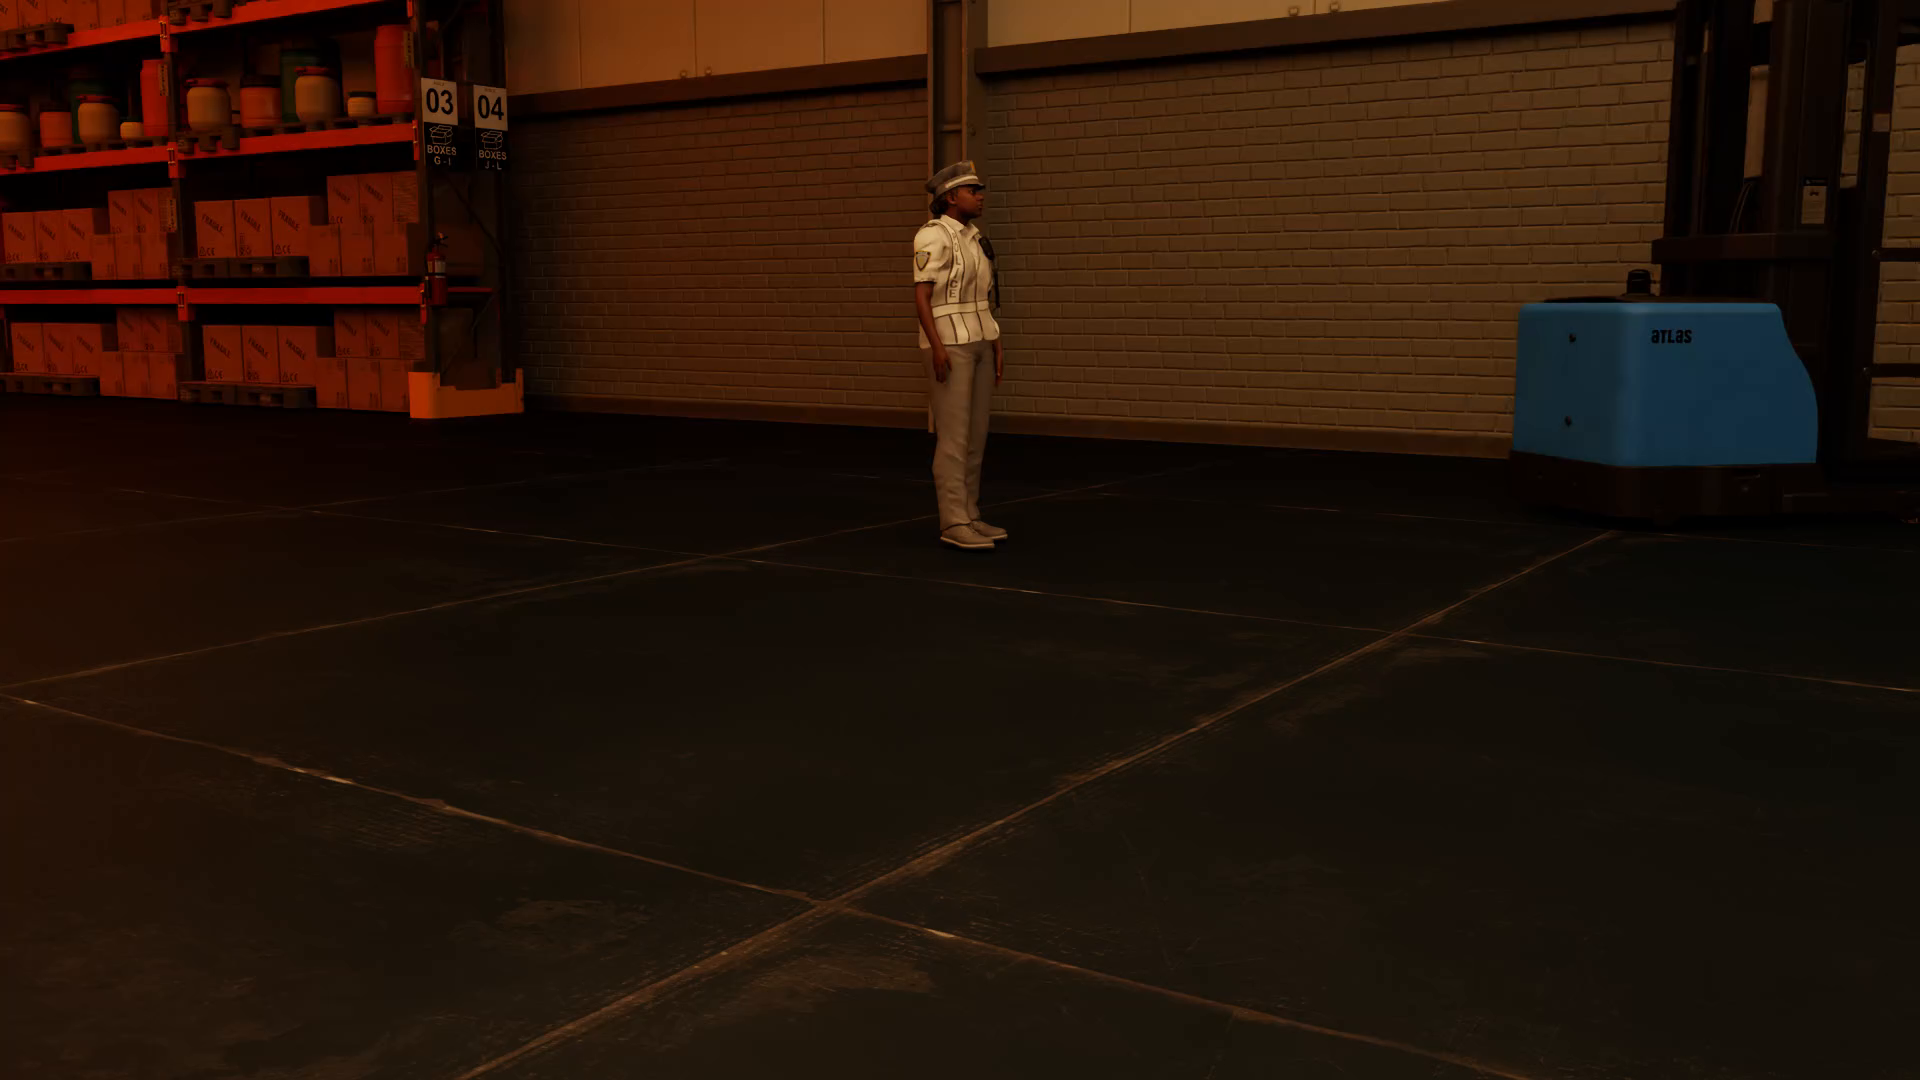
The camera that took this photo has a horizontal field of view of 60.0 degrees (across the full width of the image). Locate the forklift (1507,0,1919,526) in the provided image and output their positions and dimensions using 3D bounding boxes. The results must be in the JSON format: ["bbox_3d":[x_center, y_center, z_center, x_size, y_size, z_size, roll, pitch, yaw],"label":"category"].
[{"bbox_3d":[4.447,-1.599,8.434,3.031,2.935,1.130,-2,8,-13],"label":"forklift"}]

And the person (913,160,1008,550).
[{"bbox_3d":[0.052,-0.838,7.426,0.528,1.697,0.570,5,10,34],"label":"person"}]
